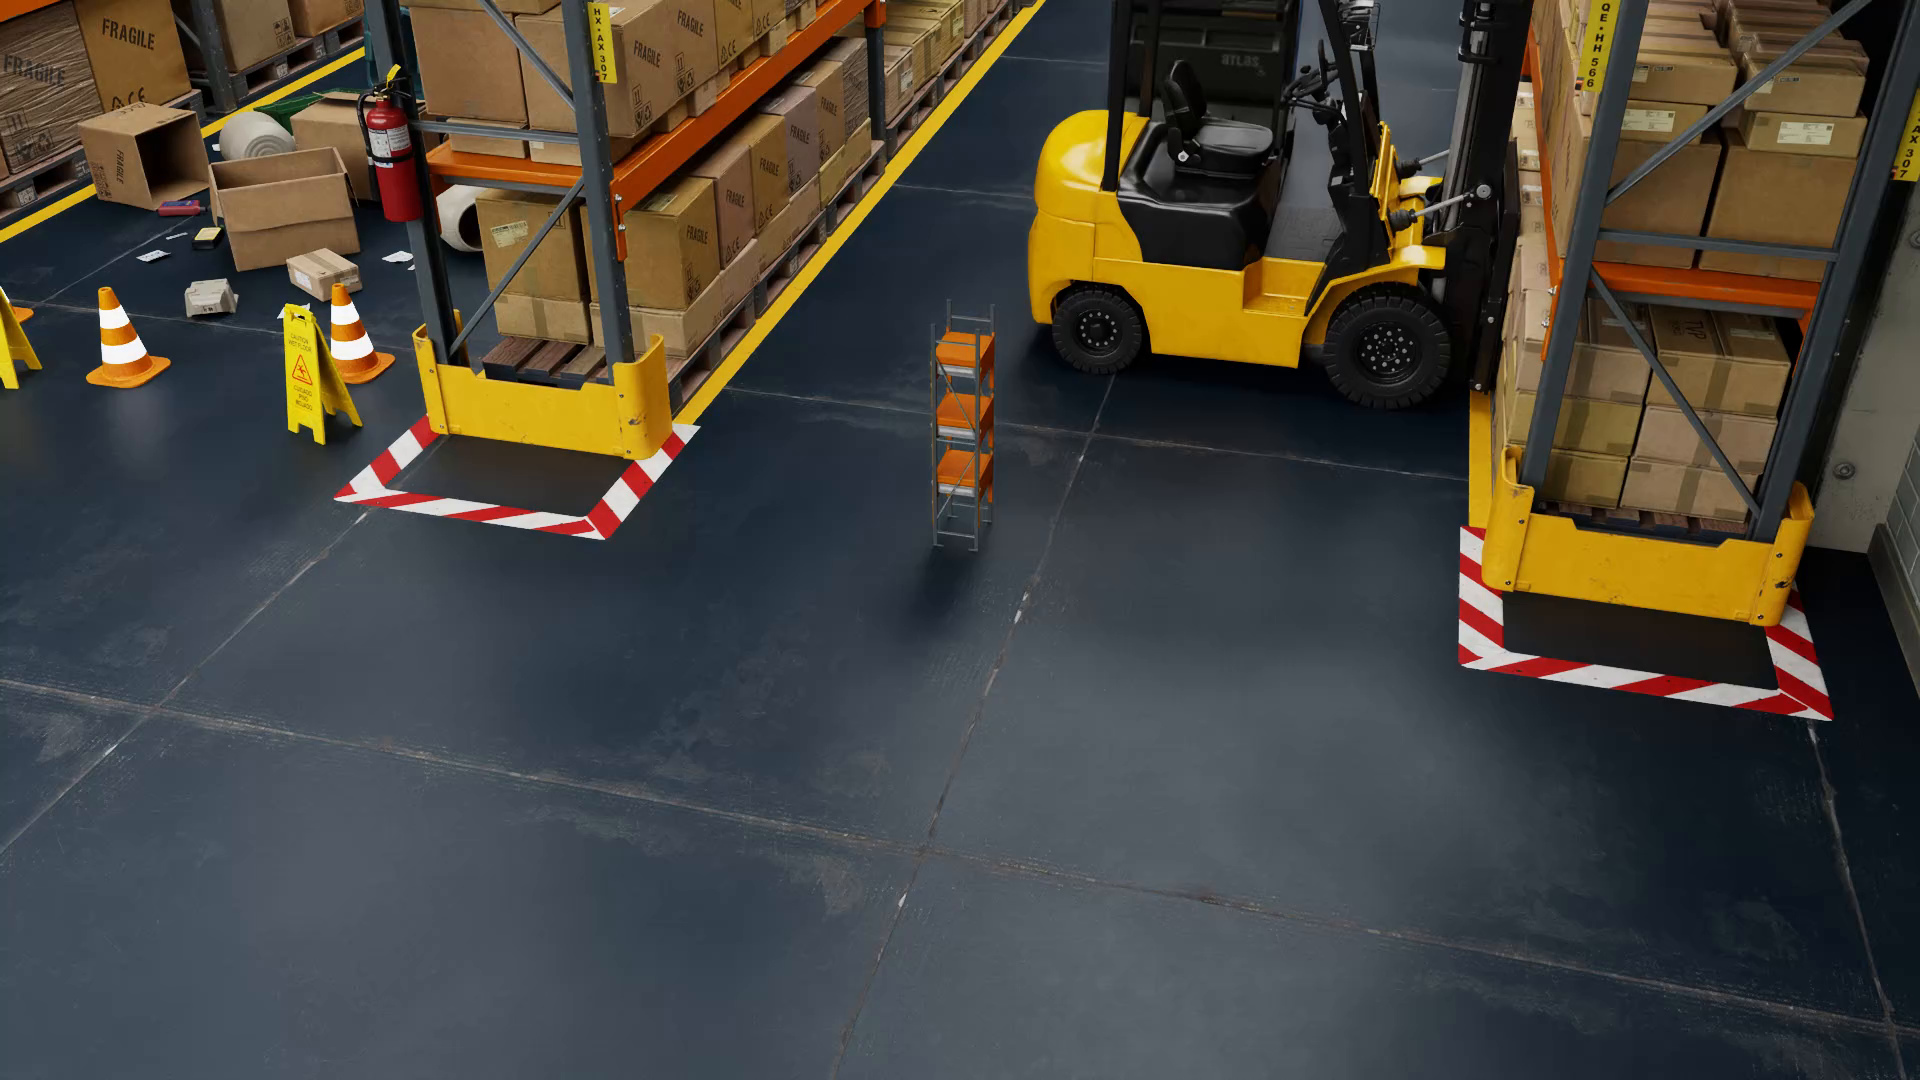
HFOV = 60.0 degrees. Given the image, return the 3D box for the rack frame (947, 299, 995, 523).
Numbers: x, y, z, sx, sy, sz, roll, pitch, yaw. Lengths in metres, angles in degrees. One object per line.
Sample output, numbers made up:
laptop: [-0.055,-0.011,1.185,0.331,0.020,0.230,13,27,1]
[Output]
rack frame: [0.045,-0.534,7.112,0.200,1.050,0.008,8,33,12]

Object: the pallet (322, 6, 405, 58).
pallet: [-5.376,-4.330,13.865,1.003,0.211,1.213,8,33,12]

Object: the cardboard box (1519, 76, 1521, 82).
cardboard box: [4.135,-3.015,11.019,0.875,0.625,0.625,8,33,12]

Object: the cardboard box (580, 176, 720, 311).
cardboard box: [-1.530,-1.491,8.272,0.500,0.500,0.500,7,33,11]

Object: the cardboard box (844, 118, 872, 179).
cardboard box: [-0.883,-2.513,10.579,0.500,0.250,0.500,10,34,15]

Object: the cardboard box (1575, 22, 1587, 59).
cardboard box: [2.868,-2.159,7.153,0.380,0.149,0.250,7,33,11]

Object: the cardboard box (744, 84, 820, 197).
cardboard box: [-1.139,-2.300,9.545,0.500,0.500,0.500,10,34,15]

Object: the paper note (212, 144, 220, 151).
paper note: [-5.101,-2.736,11.525,0.147,0.020,0.142,-14,35,-21]

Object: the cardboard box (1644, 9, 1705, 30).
cardboard box: [2.754,-2.018,6.653,0.380,0.149,0.250,9,33,13]

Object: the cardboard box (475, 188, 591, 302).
cardboard box: [-2.057,-1.549,8.363,0.500,0.500,0.500,8,33,13]

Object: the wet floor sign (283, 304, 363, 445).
wet floor sign: [-3.091,-0.818,7.935,0.267,0.644,0.232,20,38,29]

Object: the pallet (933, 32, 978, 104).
pallet: [-0.489,-3.702,12.877,1.003,0.211,1.213,8,33,12]

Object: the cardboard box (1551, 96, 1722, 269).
cardboard box: [2.665,-1.424,6.600,0.500,0.500,0.500,7,33,11]

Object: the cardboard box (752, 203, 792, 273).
cardboard box: [-1.273,-1.711,9.316,0.500,0.250,0.500,10,34,16]

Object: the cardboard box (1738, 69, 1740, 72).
cardboard box: [3.203,-1.814,6.610,0.380,0.149,0.250,7,33,12]

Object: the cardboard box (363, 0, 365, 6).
cardboard box: [-5.252,-5.007,14.036,1.050,0.750,0.750,9,33,13]

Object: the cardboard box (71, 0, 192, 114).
cardboard box: [-6.034,-3.425,11.431,0.875,0.875,0.875,9,33,13]

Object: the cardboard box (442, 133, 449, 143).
cardboard box: [-3.276,-2.555,11.022,0.258,0.266,0.396,-14,35,-21]

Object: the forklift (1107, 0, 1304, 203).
forklift: [1.458,-3.351,9.789,1.130,2.935,3.031,8,33,12]

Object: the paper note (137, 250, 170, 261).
paper note: [-4.792,-1.693,9.886,0.144,0.017,0.142,20,38,29]

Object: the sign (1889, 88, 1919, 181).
sign: [3.329,-1.410,5.792,0.100,0.325,0.005,8,33,12]

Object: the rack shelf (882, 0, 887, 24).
rack shelf: [-0.485,-4.574,12.320,1.077,0.370,4.000,8,33,12]

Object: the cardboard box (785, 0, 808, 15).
cardboard box: [-1.116,-3.205,9.125,0.500,0.500,0.500,9,34,14]

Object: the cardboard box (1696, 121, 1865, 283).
cardboard box: [3.188,-1.352,6.487,0.500,0.500,0.500,9,34,14]

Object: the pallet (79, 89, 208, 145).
pallet: [-6.075,-2.901,11.616,1.003,0.211,1.213,8,33,12]

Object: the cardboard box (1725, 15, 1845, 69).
cardboard box: [3.238,-1.947,6.542,0.380,0.149,0.250,9,33,13]

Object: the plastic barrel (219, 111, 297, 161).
plastic barrel: [-4.611,-2.577,10.908,0.421,0.421,0.512,-21,38,-29]

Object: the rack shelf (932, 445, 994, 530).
rack shelf: [0.014,-0.227,7.167,0.215,0.259,0.240,8,33,12]

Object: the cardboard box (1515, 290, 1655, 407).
cardboard box: [2.609,-0.810,6.968,0.500,0.250,0.500,9,34,14]

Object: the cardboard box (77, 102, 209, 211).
cardboard box: [-5.208,-2.462,10.655,0.500,0.500,0.500,14,35,21]

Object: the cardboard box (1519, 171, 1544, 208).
cardboard box: [2.988,-1.601,8.213,0.500,0.250,0.500,7,33,11]

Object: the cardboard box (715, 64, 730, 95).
cardboard box: [-1.383,-2.330,8.353,0.380,0.149,0.250,9,34,14]

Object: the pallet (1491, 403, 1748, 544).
pallet: [2.948,-0.316,7.550,1.003,0.211,1.213,8,33,12]

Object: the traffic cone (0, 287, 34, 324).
traffic cone: [-5.313,-1.397,9.017,0.336,0.463,0.334,8,33,12]

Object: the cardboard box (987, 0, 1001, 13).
cardboard box: [-0.131,-4.692,13.893,0.950,0.372,0.625,6,33,9]

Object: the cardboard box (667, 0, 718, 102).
cardboard box: [-1.491,-2.409,7.873,0.500,0.500,0.500,9,34,14]

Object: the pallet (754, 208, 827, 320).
pallet: [-1.437,-1.675,9.687,1.003,0.211,1.213,8,33,12]

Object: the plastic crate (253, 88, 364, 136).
plastic crate: [-4.583,-3.030,11.788,0.662,0.188,0.450,-28,32,-37]

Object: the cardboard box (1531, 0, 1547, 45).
cardboard box: [3.444,-3.013,9.101,0.500,0.500,0.500,7,33,11]

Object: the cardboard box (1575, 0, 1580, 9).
cardboard box: [2.908,-2.422,7.289,0.380,0.149,0.250,9,33,13]

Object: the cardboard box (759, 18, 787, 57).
cardboard box: [-1.158,-2.731,8.984,0.380,0.149,0.250,8,33,13]

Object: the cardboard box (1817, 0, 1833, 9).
cardboard box: [3.520,-2.336,7.154,0.380,0.149,0.250,7,33,11]

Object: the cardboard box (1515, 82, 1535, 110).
cardboard box: [3.383,-2.396,9.463,0.500,0.250,0.500,8,33,12]

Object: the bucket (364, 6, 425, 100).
bucket: [-3.611,-3.337,11.337,0.726,0.611,0.620,20,28,29]

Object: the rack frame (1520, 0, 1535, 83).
rack frame: [3.809,-3.166,9.434,1.000,3.000,0.127,8,33,12]

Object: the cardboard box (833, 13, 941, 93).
cardboard box: [-0.683,-3.554,12.103,0.950,0.372,0.625,10,34,15]

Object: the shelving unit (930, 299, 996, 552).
shelving unit: [0.014,-0.471,7.012,0.215,1.050,0.252,8,33,12]

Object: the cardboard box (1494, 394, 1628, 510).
cardboard box: [2.608,-0.394,7.245,0.500,0.250,0.500,8,33,13]

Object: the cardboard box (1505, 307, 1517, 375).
cardboard box: [2.753,-0.872,7.531,0.500,0.250,0.500,8,33,12]

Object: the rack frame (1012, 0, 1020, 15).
rack frame: [0.022,-5.916,13.759,1.000,3.000,0.127,8,33,12]

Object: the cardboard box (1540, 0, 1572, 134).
cardboard box: [3.052,-2.220,7.853,0.500,0.500,0.500,8,33,13]

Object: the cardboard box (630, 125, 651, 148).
cardboard box: [-1.671,-1.939,7.739,0.380,0.149,0.250,9,33,13]

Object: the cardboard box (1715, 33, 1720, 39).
cardboard box: [3.542,-2.339,7.436,0.380,0.149,0.250,8,33,12]
